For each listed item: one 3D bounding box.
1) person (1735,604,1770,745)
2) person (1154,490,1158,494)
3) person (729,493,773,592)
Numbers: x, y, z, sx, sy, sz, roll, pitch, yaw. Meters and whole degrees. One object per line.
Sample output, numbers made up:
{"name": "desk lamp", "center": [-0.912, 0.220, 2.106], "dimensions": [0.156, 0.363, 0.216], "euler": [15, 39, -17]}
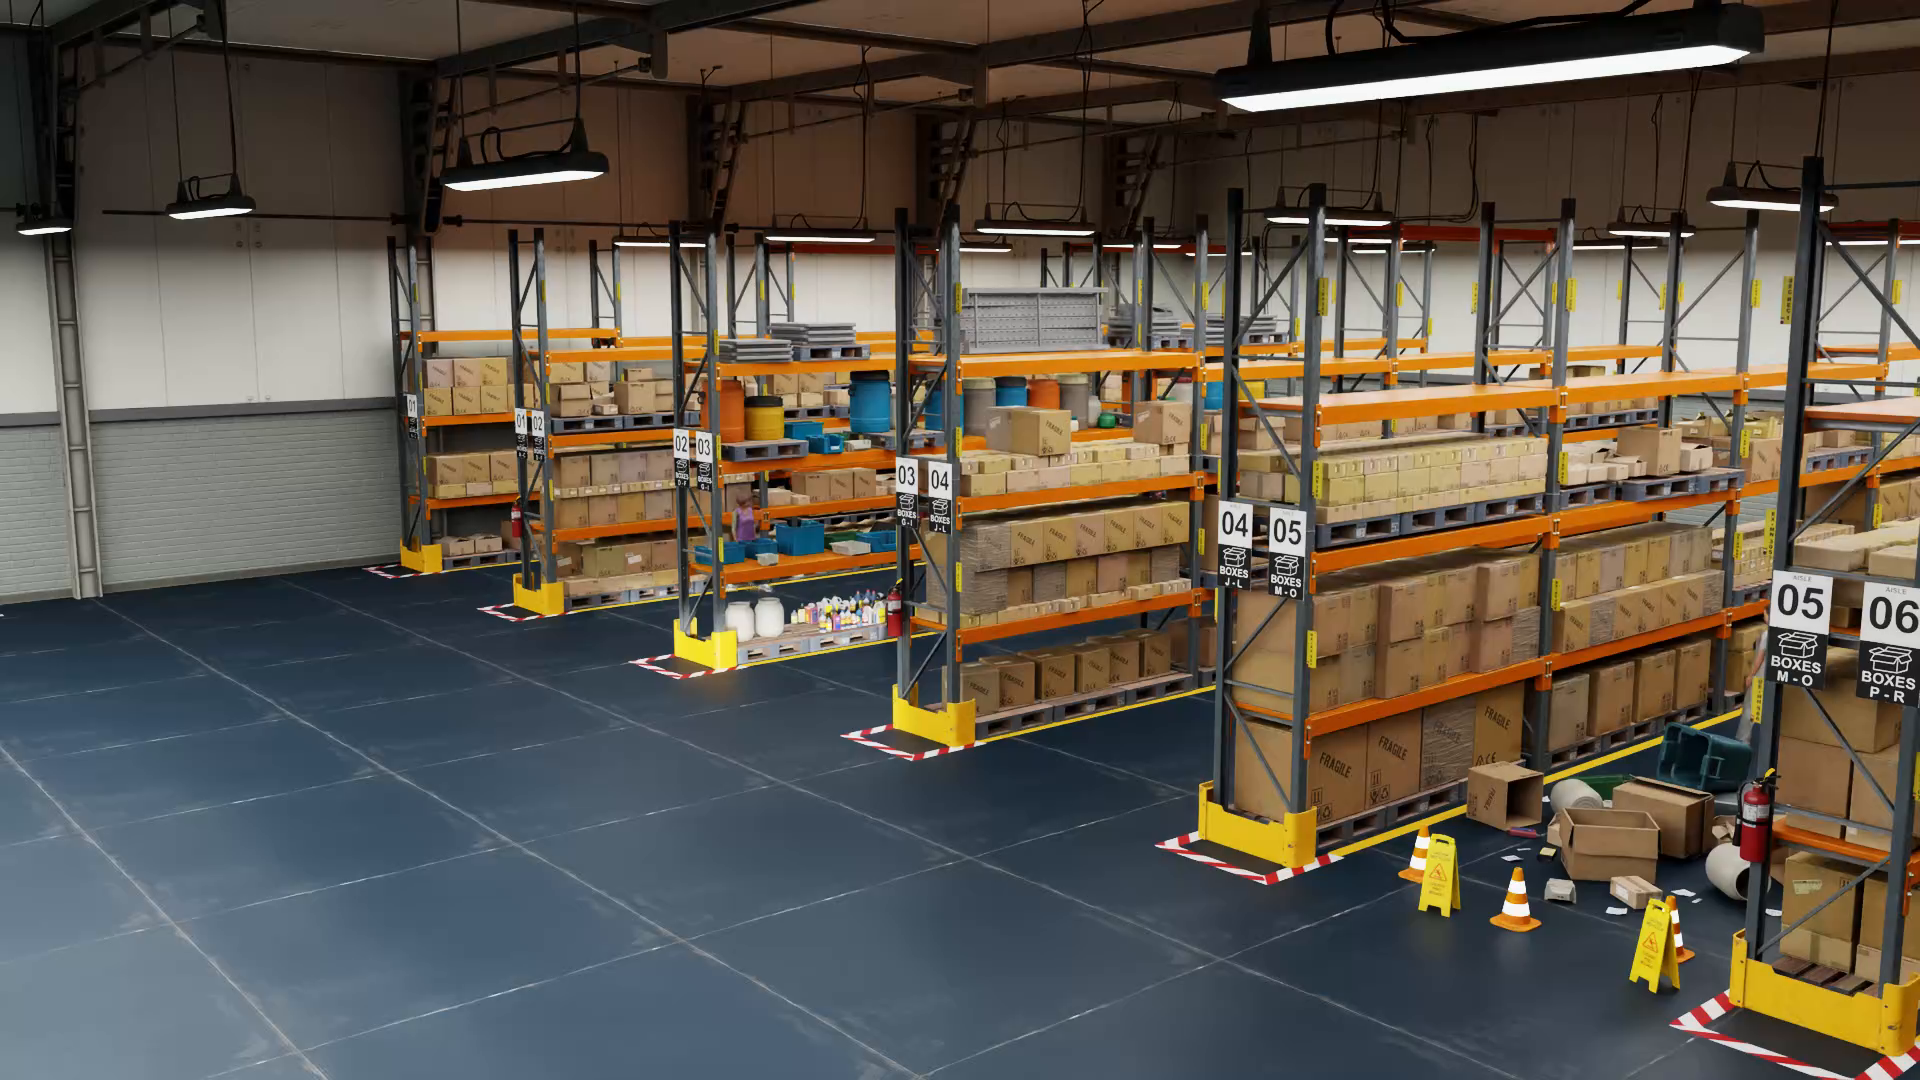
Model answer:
{"name": "person", "center": [8.937, 1.521, 18.490], "dimensions": [0.538, 1.685, 0.444], "euler": [-2, 9, -11]}
{"name": "person", "center": [4.715, -1.843, 40.117], "dimensions": [0.499, 1.673, 0.418], "euler": [-5, 10, -28]}
{"name": "person", "center": [-3.393, 0.028, 26.531], "dimensions": [0.604, 1.588, 0.598], "euler": [-5, 10, -32]}
